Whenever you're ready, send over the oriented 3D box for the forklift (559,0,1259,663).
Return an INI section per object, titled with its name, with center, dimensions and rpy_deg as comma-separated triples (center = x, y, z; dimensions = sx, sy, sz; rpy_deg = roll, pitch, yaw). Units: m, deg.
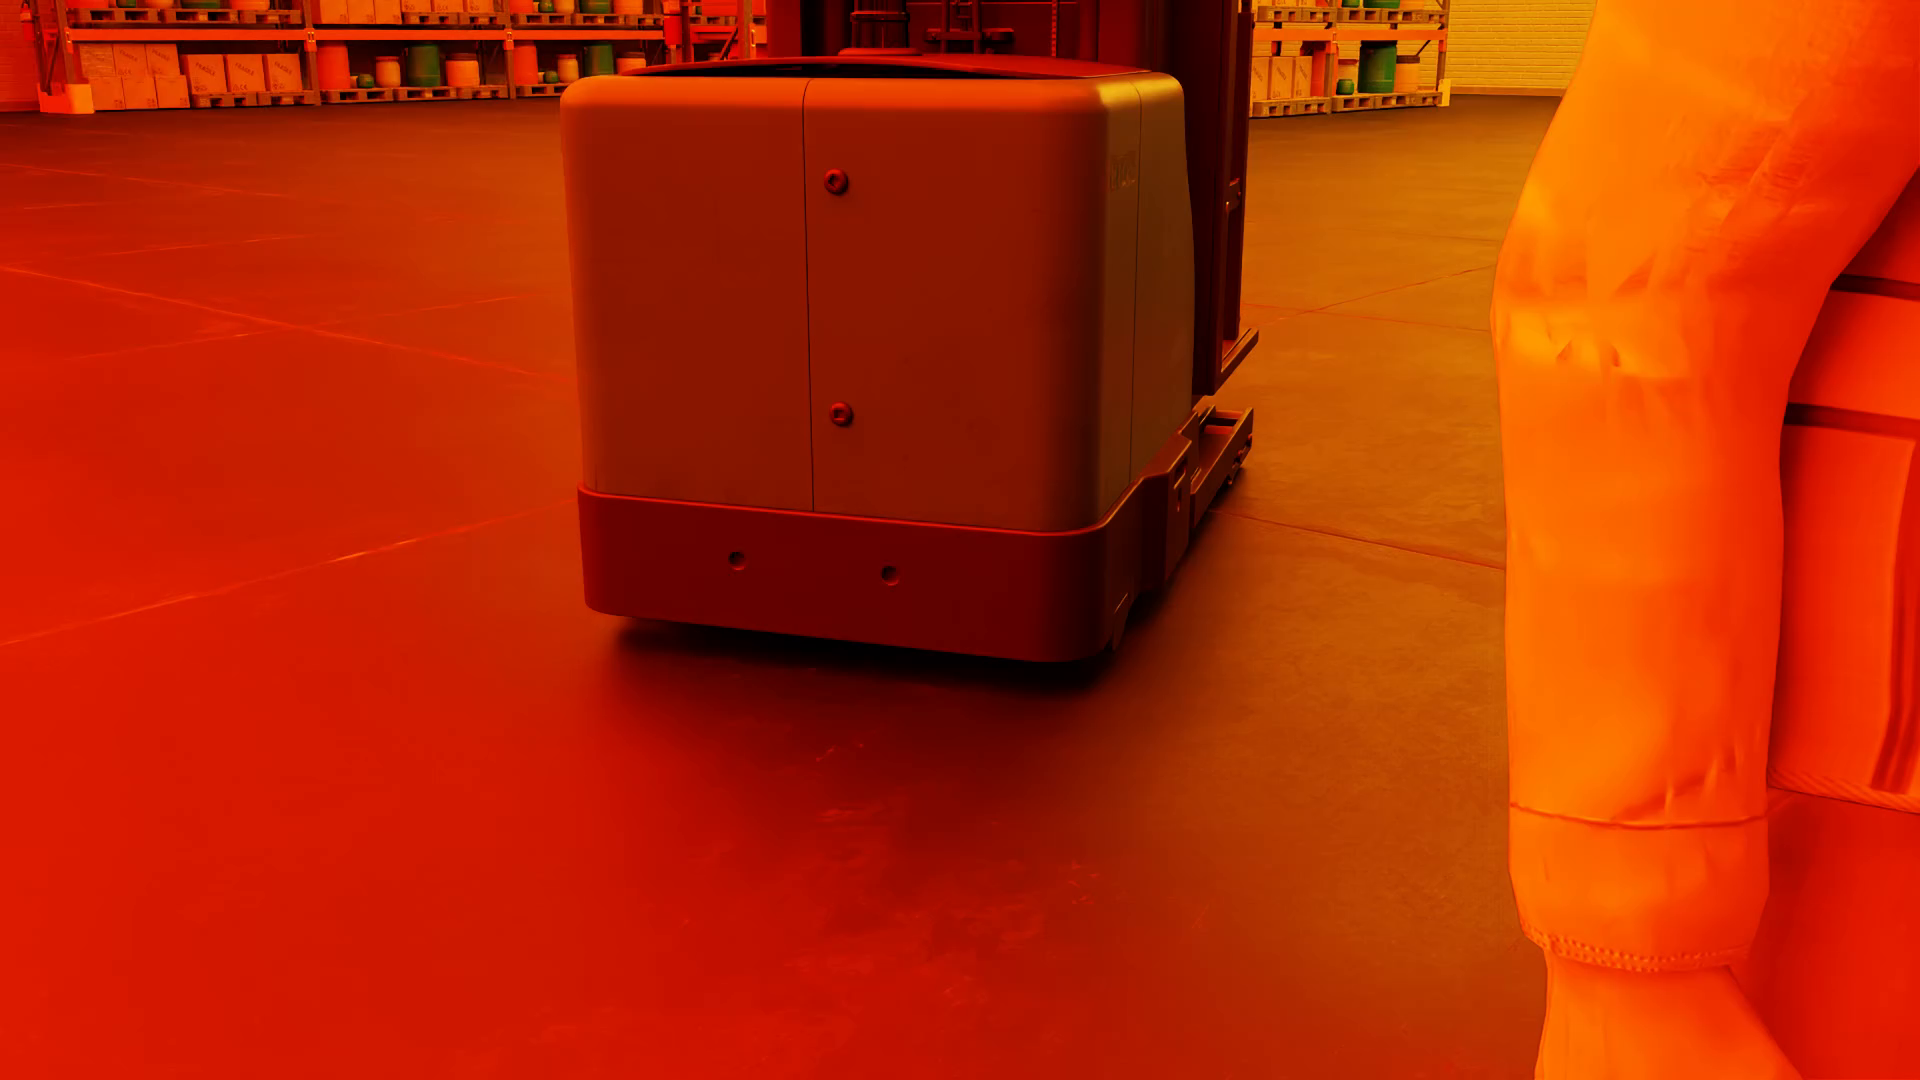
[forklift]
center = 0.182, -1.571, 4.072
dimensions = 1.130, 2.935, 3.031
rpy_deg = 5, 18, 17
